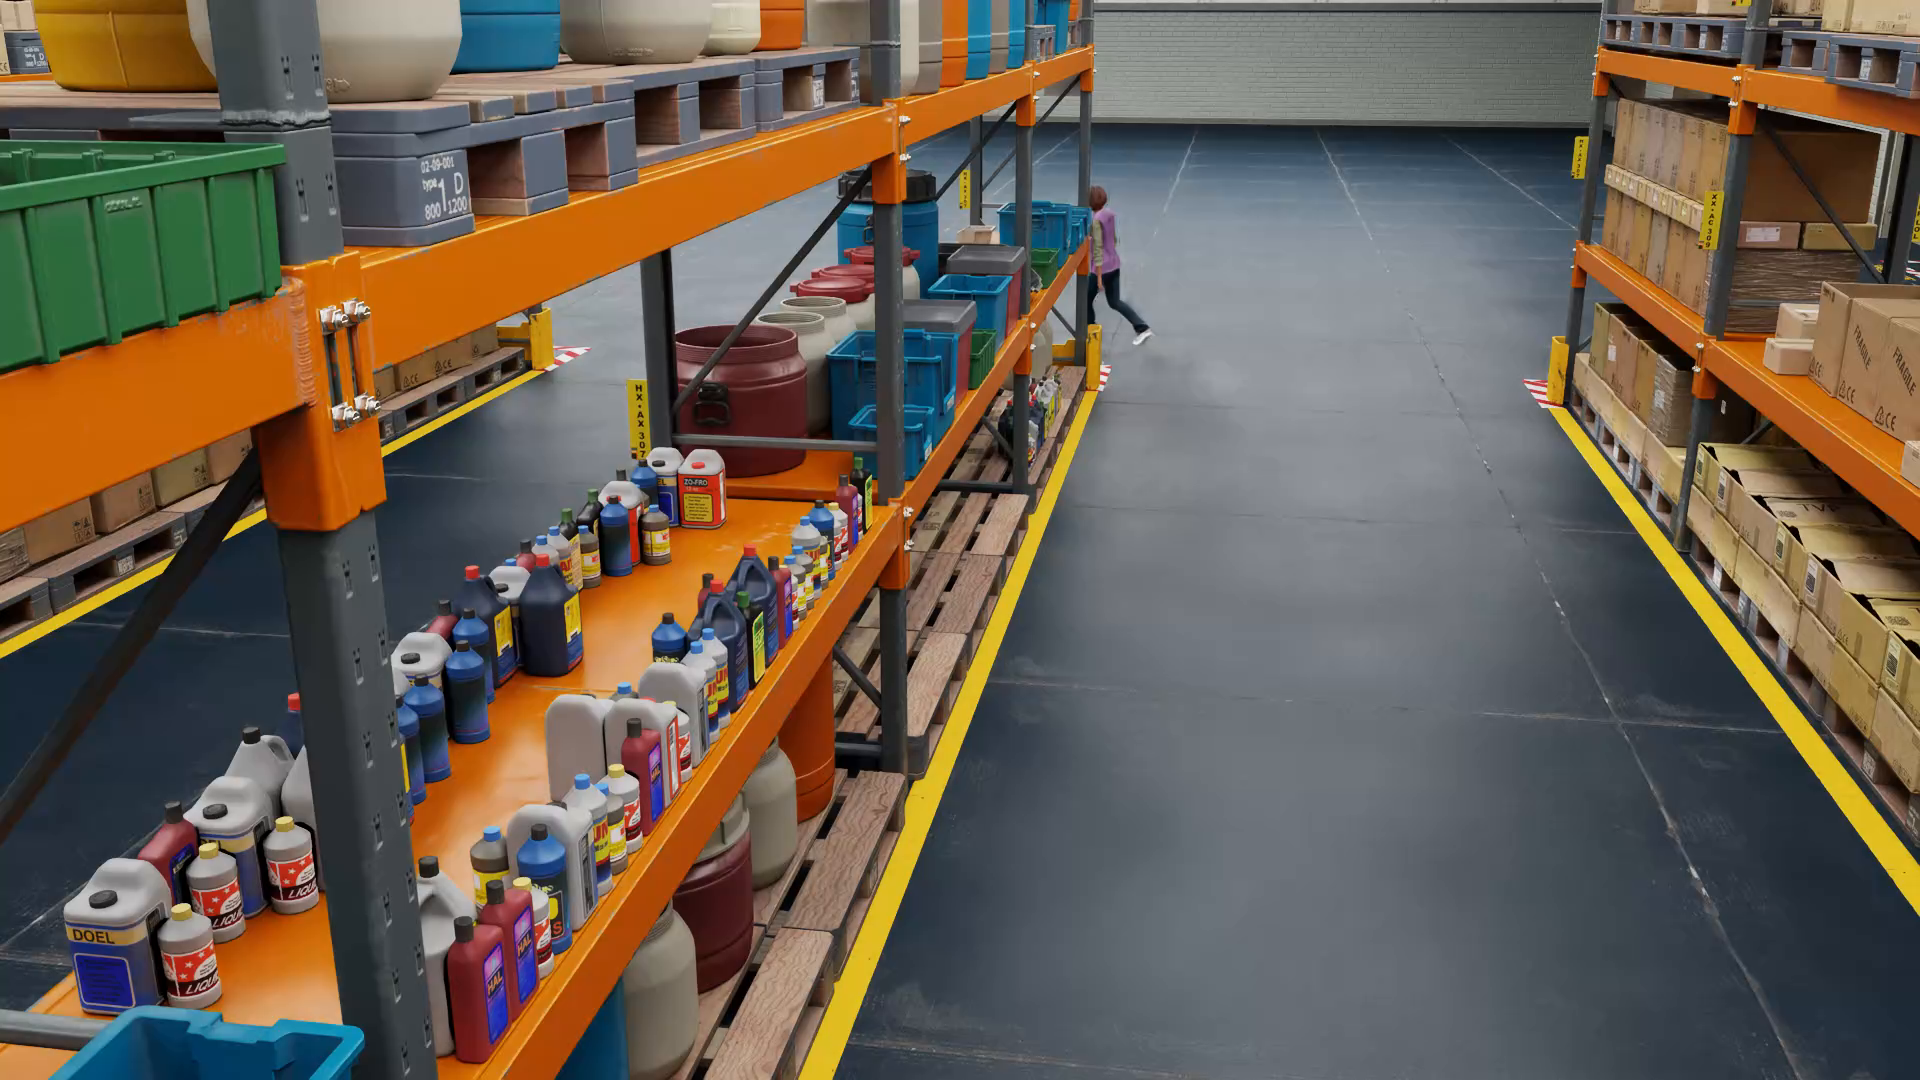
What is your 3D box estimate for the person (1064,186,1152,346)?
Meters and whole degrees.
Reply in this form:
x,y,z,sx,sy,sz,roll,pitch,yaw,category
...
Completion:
x,y,z,sx,sy,sz,roll,pitch,yaw,category
1.368,-2.495,15.376,0.867,1.547,0.491,8,20,24,person
